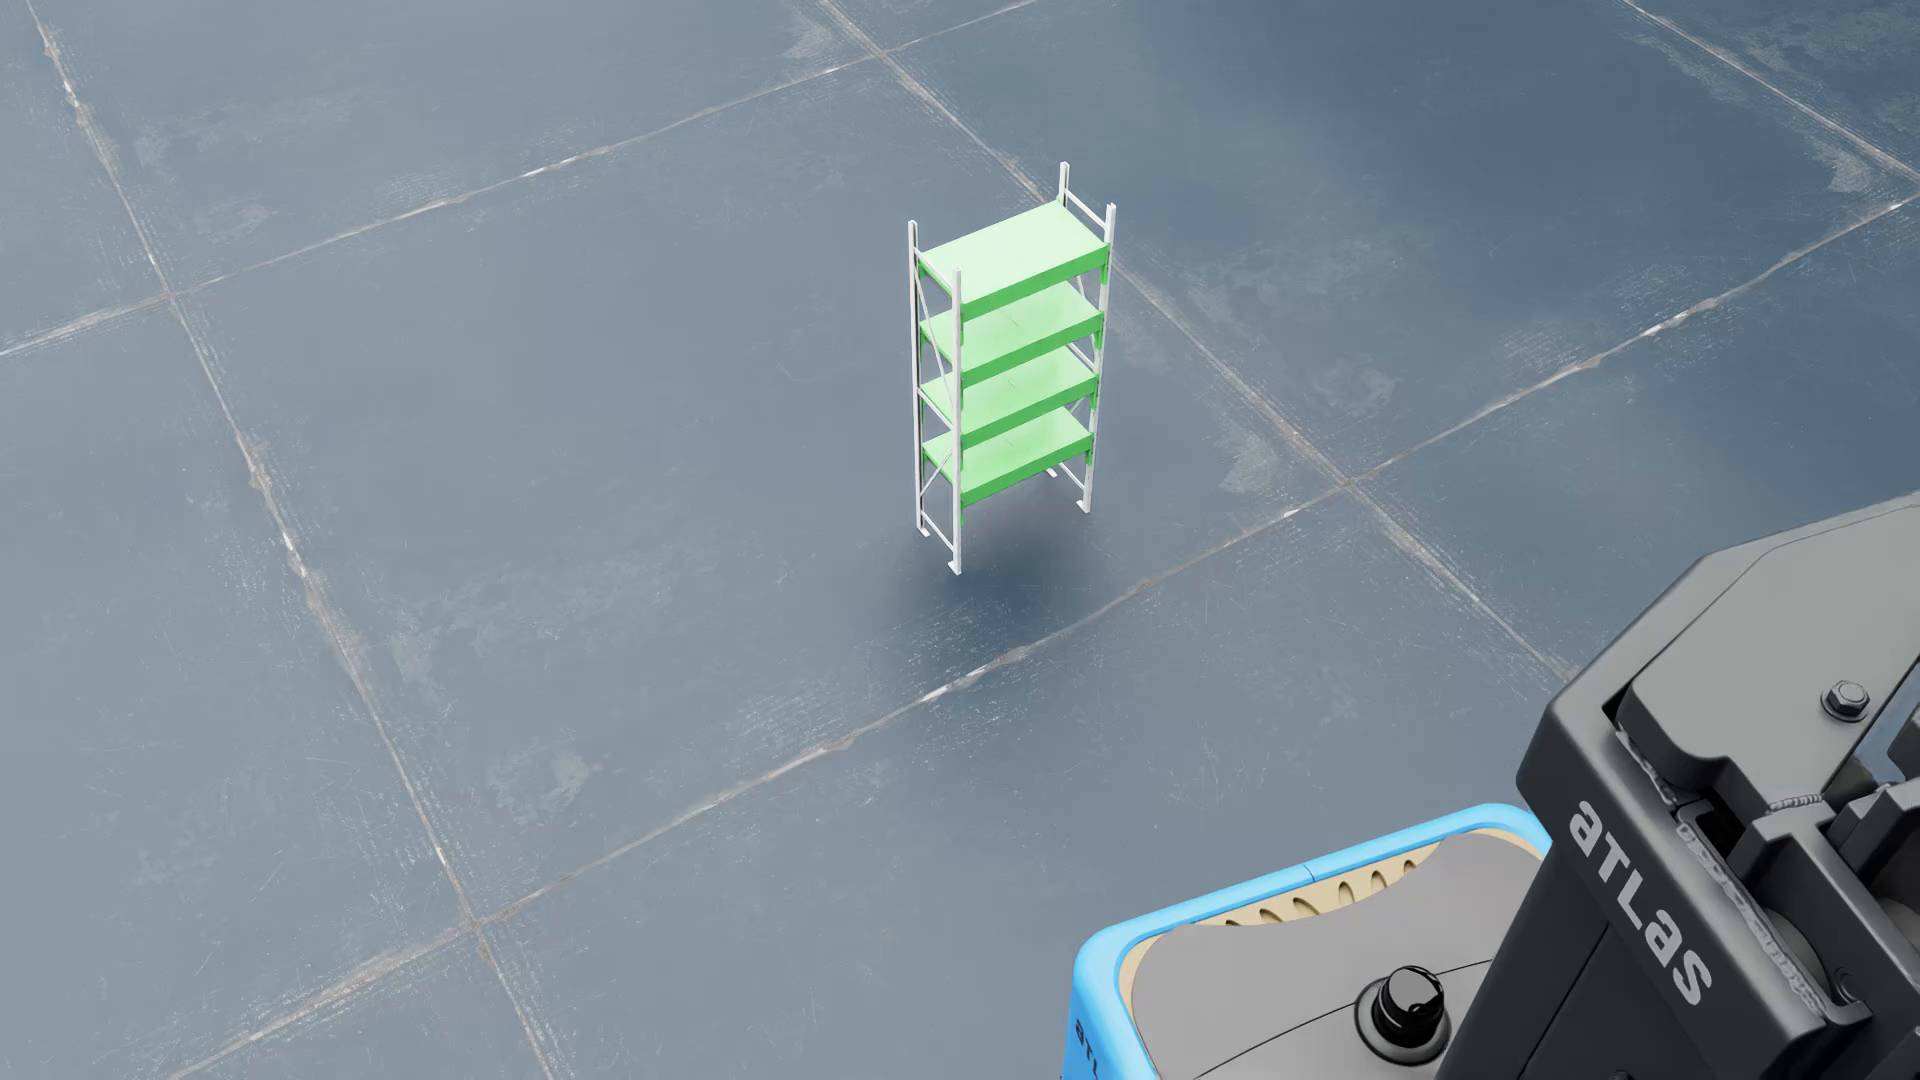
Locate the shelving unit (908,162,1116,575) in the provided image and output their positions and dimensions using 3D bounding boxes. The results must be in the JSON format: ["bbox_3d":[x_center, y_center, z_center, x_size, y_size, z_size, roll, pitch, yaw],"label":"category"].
[{"bbox_3d":[0.140,-0.465,4.861,0.503,1.200,0.258,-25,53,-21],"label":"shelving unit"}]

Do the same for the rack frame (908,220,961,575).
[{"bbox_3d":[-0.066,-0.368,4.774,0.015,1.200,0.240,-25,53,-21],"label":"rack frame"}]

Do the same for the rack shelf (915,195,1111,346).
[{"bbox_3d":[0.140,-0.742,4.550,0.480,0.148,0.258,-25,53,-21],"label":"rack shelf"}]

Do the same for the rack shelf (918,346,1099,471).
[{"bbox_3d":[0.140,-0.422,4.908,0.480,0.148,0.258,-25,53,-21],"label":"rack shelf"}]

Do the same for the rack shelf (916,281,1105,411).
[{"bbox_3d":[0.140,-0.582,4.729,0.480,0.148,0.258,-25,53,-21],"label":"rack shelf"}]

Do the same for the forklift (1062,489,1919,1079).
[{"bbox_3d":[1.173,1.413,2.029,1.130,2.935,3.031,-15,50,-13],"label":"forklift"}]

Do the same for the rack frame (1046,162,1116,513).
[{"bbox_3d":[0.346,-0.562,4.947,0.015,1.200,0.240,-25,53,-21],"label":"rack frame"}]

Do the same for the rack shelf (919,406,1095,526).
[{"bbox_3d":[0.140,-0.263,5.088,0.480,0.148,0.258,-25,53,-21],"label":"rack shelf"}]
